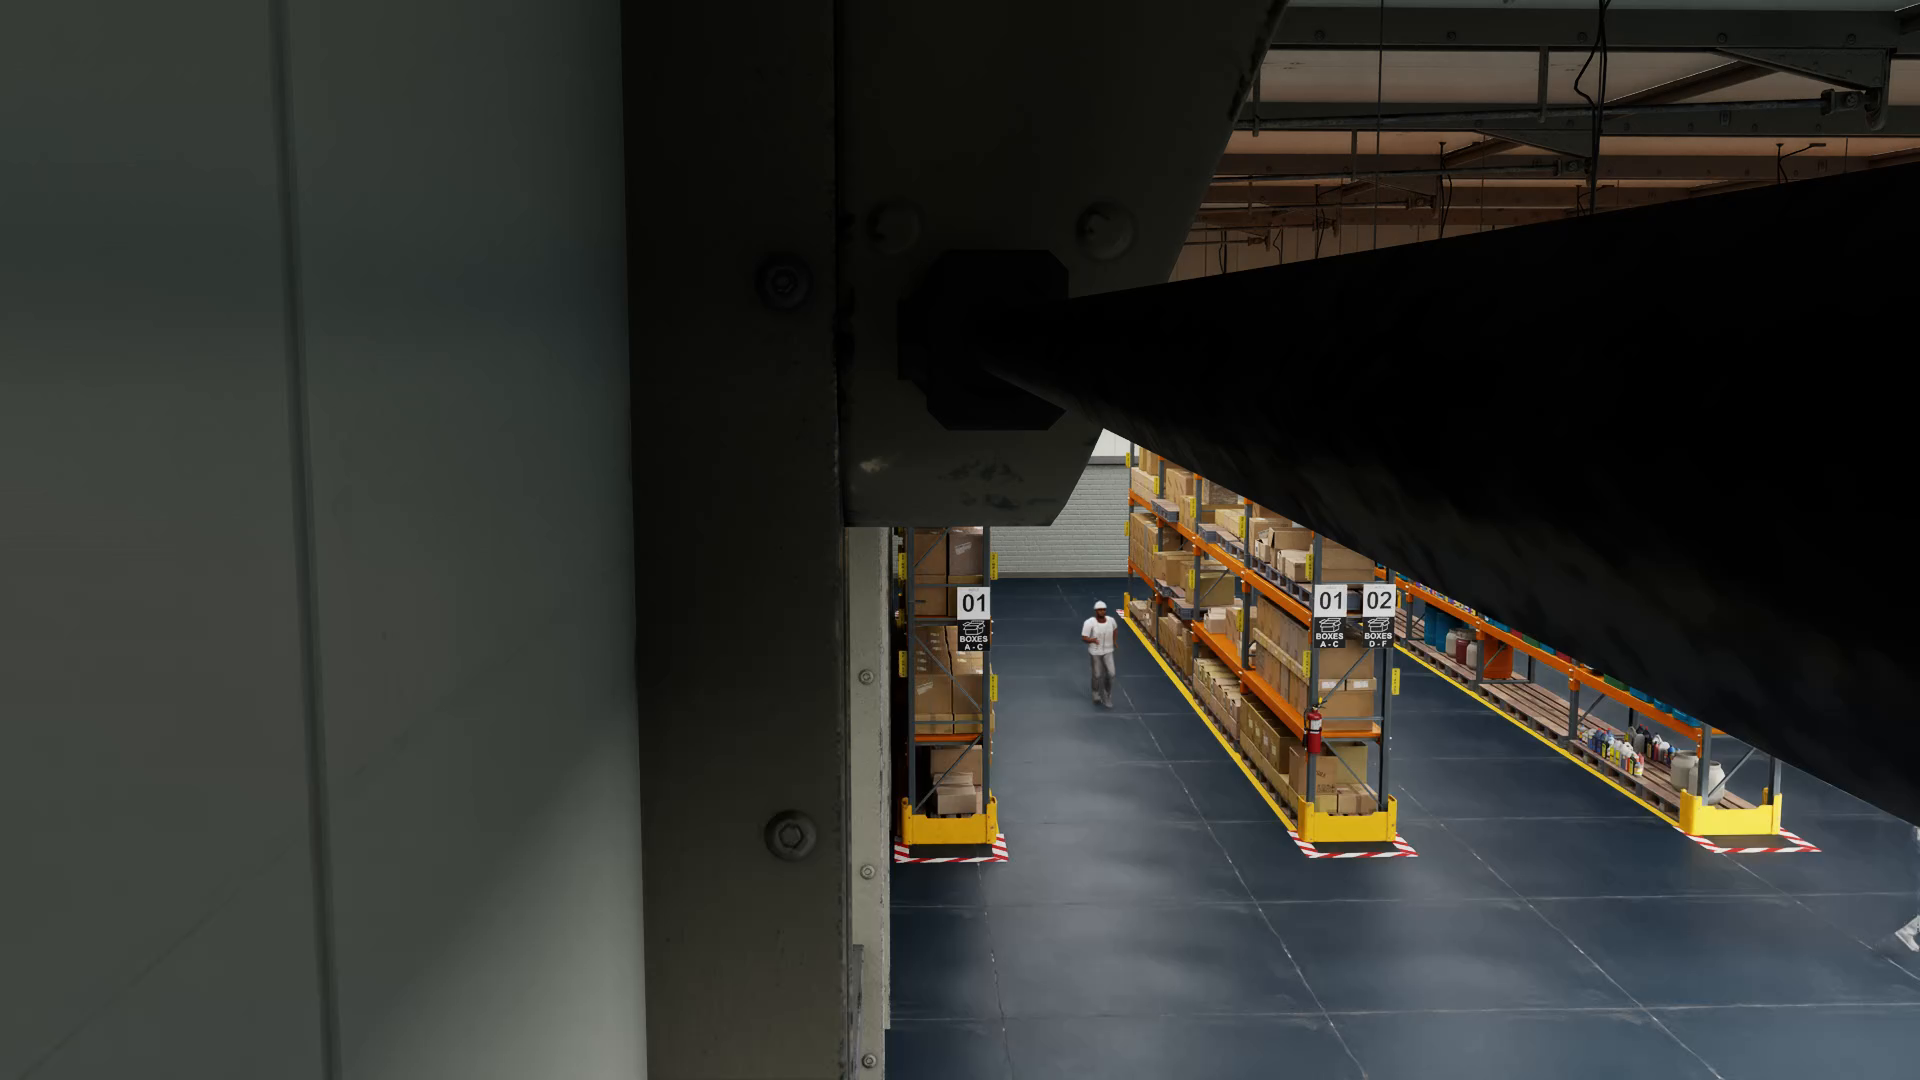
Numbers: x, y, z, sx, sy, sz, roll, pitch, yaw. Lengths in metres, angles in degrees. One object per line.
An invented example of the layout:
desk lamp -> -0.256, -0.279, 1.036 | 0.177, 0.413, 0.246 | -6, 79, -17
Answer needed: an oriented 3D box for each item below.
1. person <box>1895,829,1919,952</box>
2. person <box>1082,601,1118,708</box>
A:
person -> 9.868, 3.355, 16.587 | 0.920, 1.702, 0.612 | 2, 8, 15
person -> 2.362, 1.914, 27.792 | 0.671, 1.806, 0.738 | -1, 7, -9
